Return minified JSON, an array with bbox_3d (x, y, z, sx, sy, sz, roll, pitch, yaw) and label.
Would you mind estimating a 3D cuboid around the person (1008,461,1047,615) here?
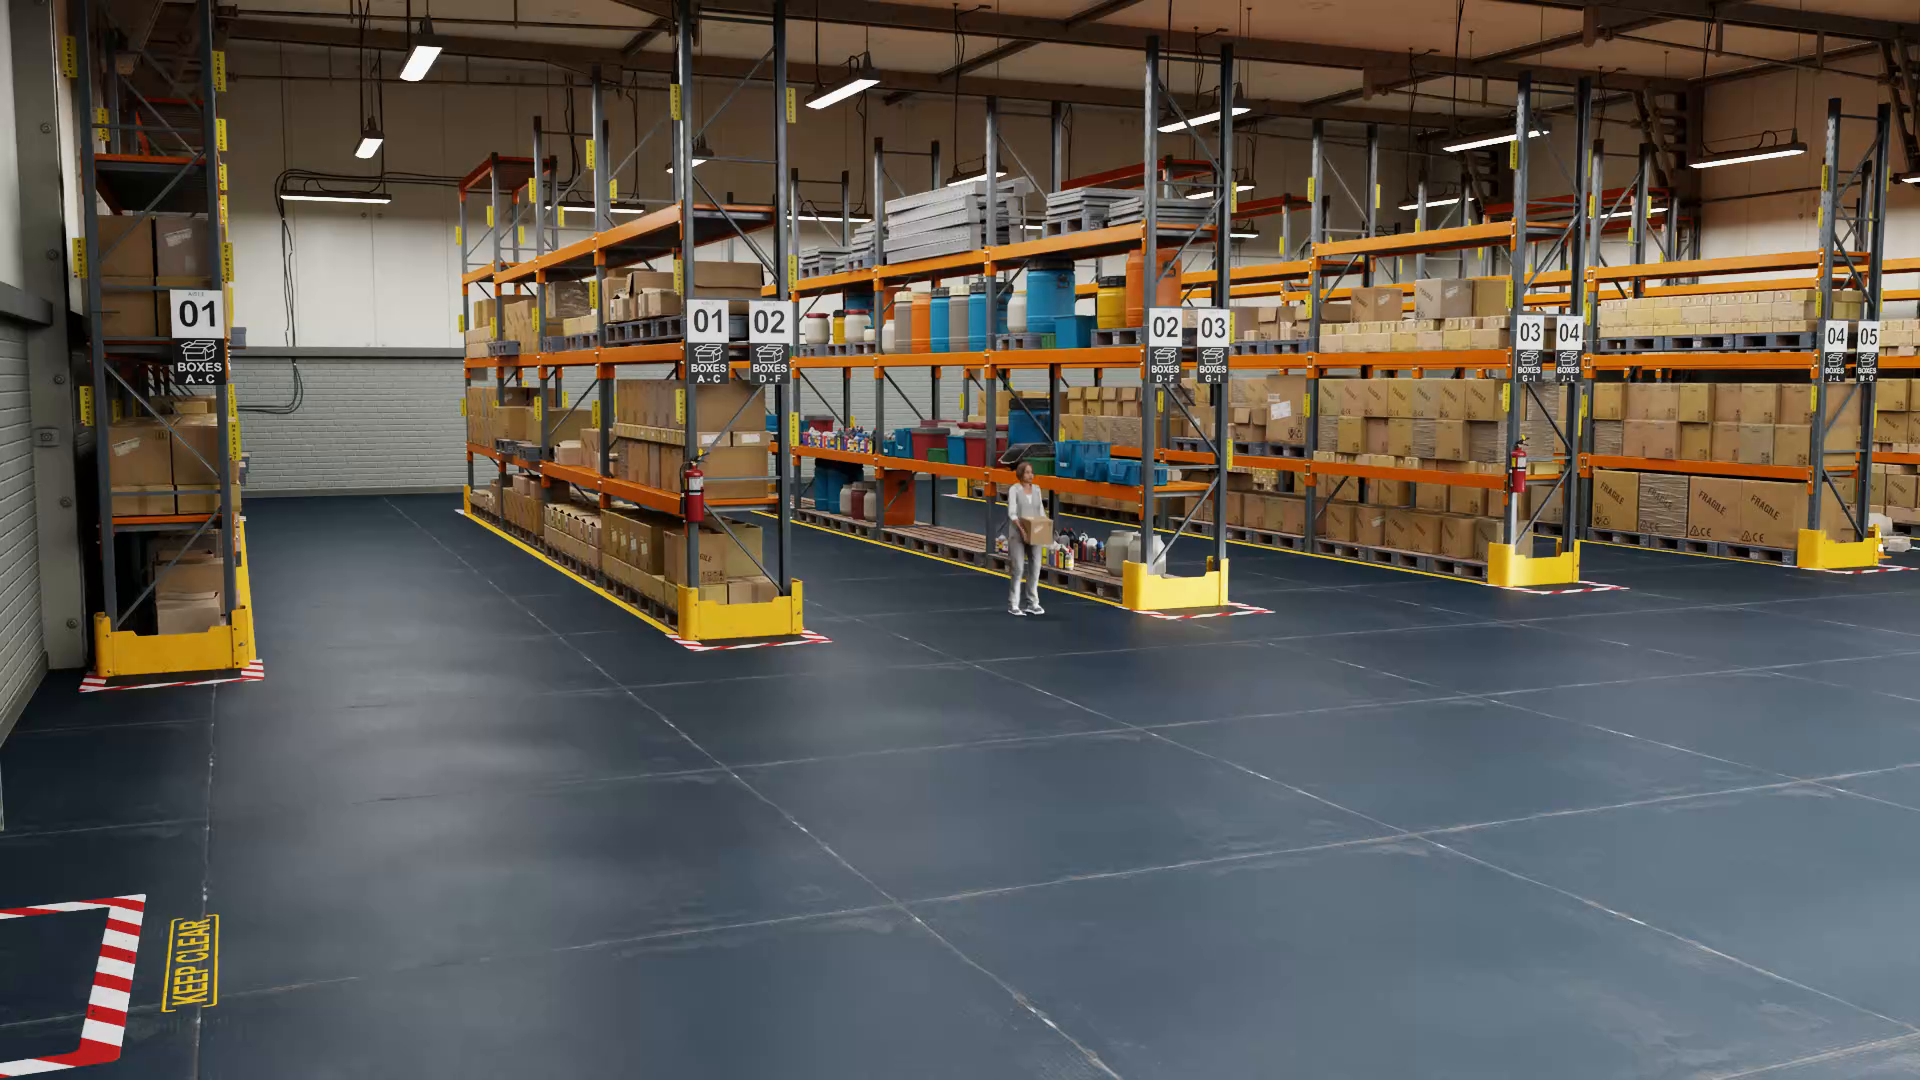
[{"bbox_3d":[0.715,-0.019,17.355,0.440,1.602,0.461,-3,6,-24],"label":"person"}]
